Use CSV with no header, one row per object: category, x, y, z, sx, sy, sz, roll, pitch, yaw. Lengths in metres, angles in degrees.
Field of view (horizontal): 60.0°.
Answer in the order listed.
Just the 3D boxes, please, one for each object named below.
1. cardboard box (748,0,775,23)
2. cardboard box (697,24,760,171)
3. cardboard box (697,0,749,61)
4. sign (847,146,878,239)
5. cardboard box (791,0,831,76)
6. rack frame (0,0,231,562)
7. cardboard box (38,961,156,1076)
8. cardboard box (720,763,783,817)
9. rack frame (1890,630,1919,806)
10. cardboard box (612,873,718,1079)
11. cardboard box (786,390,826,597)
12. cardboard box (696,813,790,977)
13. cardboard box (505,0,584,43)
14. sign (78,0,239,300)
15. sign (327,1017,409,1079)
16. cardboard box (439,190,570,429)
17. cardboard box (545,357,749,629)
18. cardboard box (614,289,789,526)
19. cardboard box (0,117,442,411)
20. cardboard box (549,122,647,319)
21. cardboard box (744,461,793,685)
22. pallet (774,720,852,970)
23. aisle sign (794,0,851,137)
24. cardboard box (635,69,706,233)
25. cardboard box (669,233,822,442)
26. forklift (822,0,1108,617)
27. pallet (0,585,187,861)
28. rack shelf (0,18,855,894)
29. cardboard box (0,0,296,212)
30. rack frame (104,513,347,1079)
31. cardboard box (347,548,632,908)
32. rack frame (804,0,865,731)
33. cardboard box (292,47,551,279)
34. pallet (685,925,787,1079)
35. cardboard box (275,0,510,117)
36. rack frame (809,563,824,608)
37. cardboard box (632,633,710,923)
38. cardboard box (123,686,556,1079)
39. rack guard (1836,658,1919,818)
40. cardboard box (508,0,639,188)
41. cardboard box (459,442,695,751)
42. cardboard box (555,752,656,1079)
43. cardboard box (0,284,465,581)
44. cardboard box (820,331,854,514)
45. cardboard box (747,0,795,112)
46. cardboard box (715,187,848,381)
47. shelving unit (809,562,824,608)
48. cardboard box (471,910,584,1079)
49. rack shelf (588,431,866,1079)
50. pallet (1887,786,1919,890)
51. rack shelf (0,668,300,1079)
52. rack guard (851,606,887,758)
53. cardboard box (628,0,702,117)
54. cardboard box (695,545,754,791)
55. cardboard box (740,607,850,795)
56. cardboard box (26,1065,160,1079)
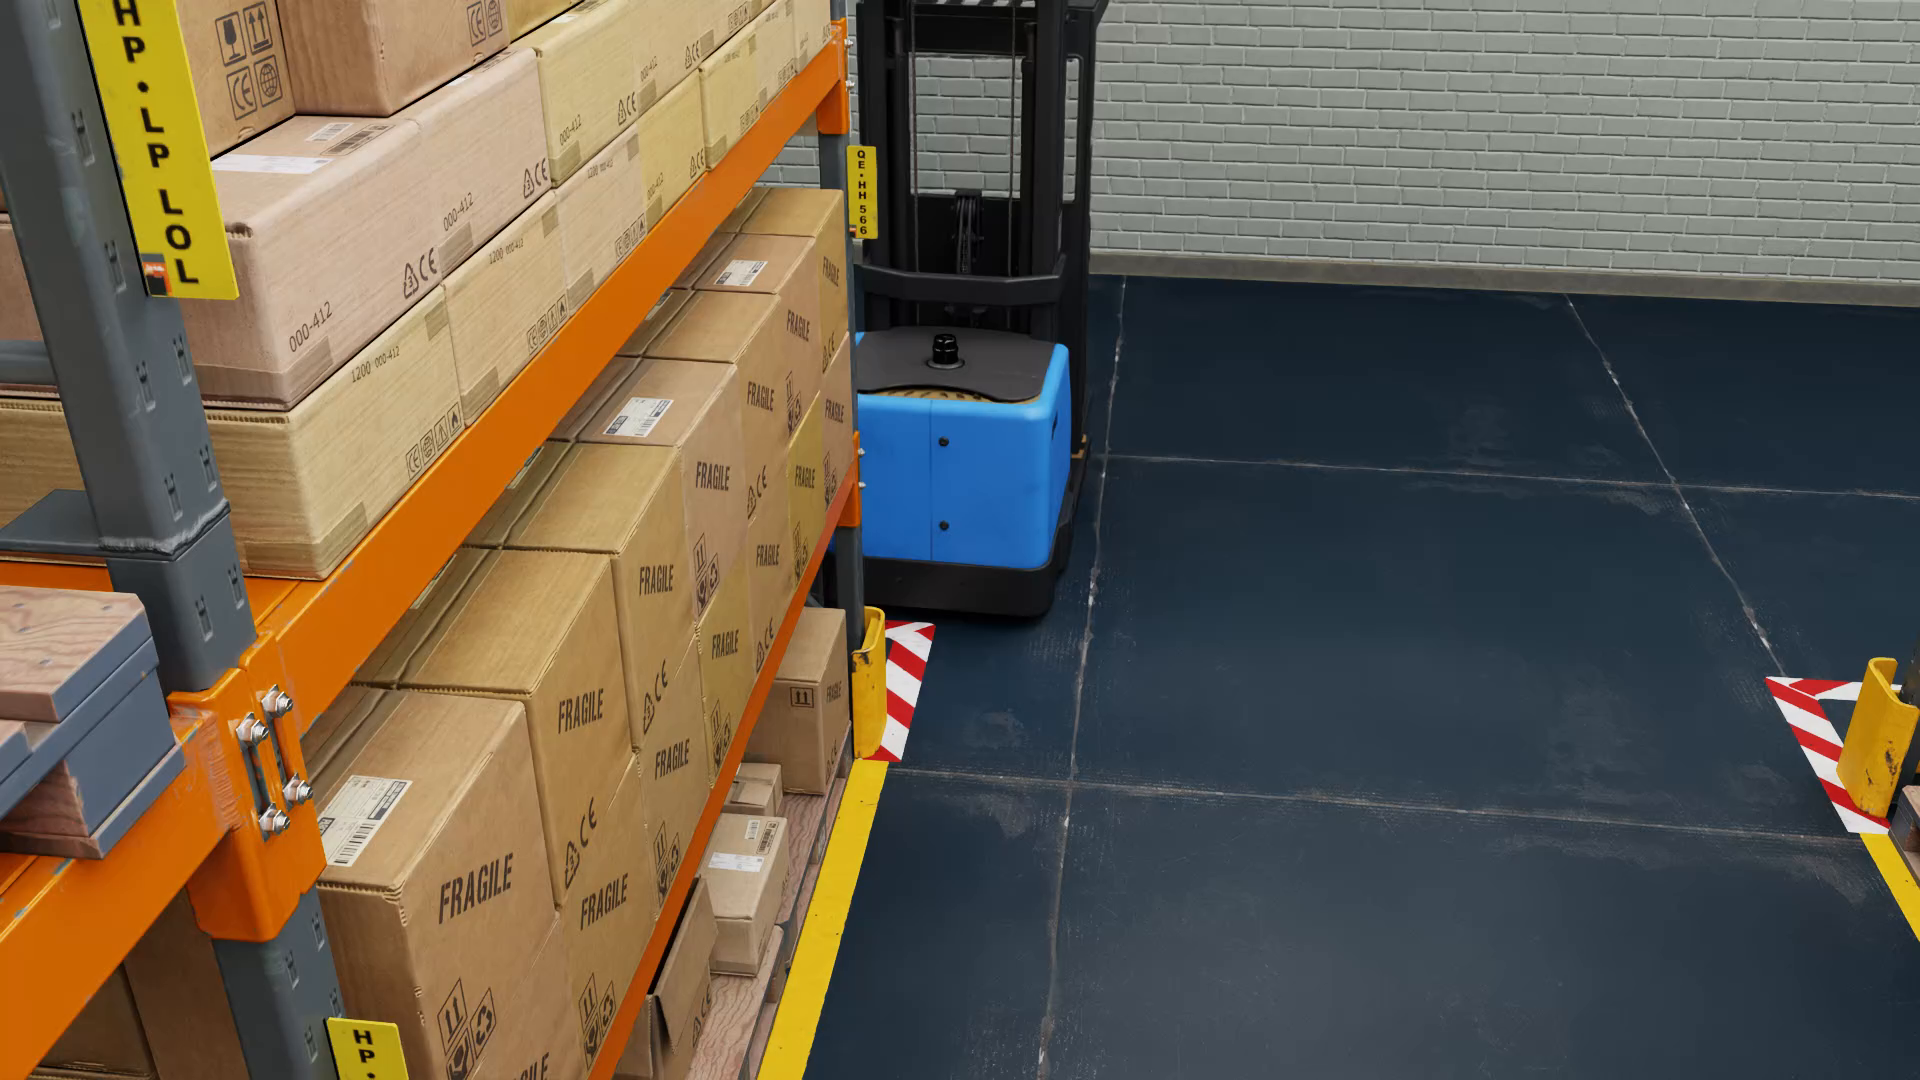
cardboard box,-0.757,-1.579,4.487,0.500,0.250,0.500,3,28,6
cardboard box,-0.808,-1.123,4.168,0.500,0.250,0.500,3,28,6
cardboard box,-0.822,-1.344,4.051,0.500,0.250,0.500,3,28,6
sign,-0.338,-1.204,5.768,0.100,0.325,0.005,3,28,6
cardboard box,-0.687,-1.594,5.042,0.500,0.250,0.500,3,28,6
rack frame,-1.376,-1.355,1.277,1.000,3.000,0.127,3,28,6
cardboard box,-1.571,0.549,2.909,0.500,0.500,0.500,3,29,6
cardboard box,-0.847,0.913,5.917,0.380,0.166,0.250,3,28,6
rack frame,4.030,-0.307,5.657,1.000,3.000,0.127,3,28,6
cardboard box,-1.151,1.307,4.830,0.797,0.503,0.637,3,28,6
cardboard box,-0.731,-0.170,5.297,0.500,0.500,0.500,4,29,7
cardboard box,-0.854,1.136,5.414,0.500,0.250,0.500,3,28,6
cardboard box,-1.097,-1.212,3.016,0.700,0.500,0.500,3,28,6
sign,-0.825,-0.405,1.716,0.100,0.325,0.005,3,28,6
sign,-0.825,0.807,2.369,0.100,0.325,0.005,3,28,6
cardboard box,-1.006,-0.418,2.859,0.500,0.250,0.500,3,28,6
cardboard box,-0.851,-0.131,4.172,0.500,0.500,0.500,4,29,8
cardboard box,-0.788,-0.373,4.620,0.500,0.500,0.500,4,29,8
cardboard box,-1.070,-0.403,2.304,0.500,0.250,0.500,3,28,6
cardboard box,-0.943,-0.653,3.295,0.500,0.250,0.500,3,28,6
cardboard box,-0.797,0.065,4.861,0.500,0.500,0.500,4,29,7
pallet,-0.992,1.042,6.093,1.003,0.211,1.213,3,28,6
aisle sign,-0.574,-1.755,5.605,0.394,0.787,0.004,3,28,6
cardboard box,-0.885,-0.889,3.733,0.500,0.250,0.500,3,28,6
cardboard box,-0.729,-0.618,5.074,0.500,0.500,0.500,4,29,8
forklift,0.112,-1.624,8.173,1.130,2.935,3.031,4,29,8
pallet,-1.526,0.351,1.471,1.213,0.211,1.003,3,28,6
rack shelf,-1.131,-0.659,3.907,1.077,0.370,4.000,3,28,6
cardboard box,-1.354,-0.750,2.157,0.700,0.500,0.500,3,28,6
rack frame,-1.376,1.286,2.700,1.000,3.000,0.127,3,28,6
cardboard box,-0.976,0.354,3.271,0.500,0.500,0.500,2,28,5
rack frame,-0.886,-0.597,6.195,1.000,3.000,0.127,3,28,6
cardboard box,-1.011,-0.638,2.741,0.500,0.250,0.500,3,28,6
pallet,-1.144,1.615,5.030,1.003,0.211,1.213,3,28,6
cardboard box,-1.152,-0.977,2.578,0.700,0.500,0.500,3,28,6
rack frame,-0.725,-0.225,7.402,0.240,1.200,0.006,17,33,29
cardboard box,-0.920,0.542,3.977,0.500,0.500,0.500,3,28,6
cardboard box,-1.039,0.597,2.820,0.500,0.500,0.500,4,29,8
rack guard,4.020,0.781,6.273,1.175,0.500,0.348,3,28,6
cardboard box,-0.938,-0.873,3.176,0.500,0.250,0.500,3,28,6
cardboard box,-0.913,0.112,3.720,0.500,0.500,0.500,3,28,5
cardboard box,-0.984,0.777,3.540,0.500,0.500,0.500,4,29,7
cardboard box,-1.071,-0.183,2.422,0.500,0.250,0.500,3,28,6
cardboard box,-0.671,-0.414,5.750,0.500,0.500,0.500,4,29,8
cardboard box,-0.759,-1.359,4.606,0.500,0.250,0.500,3,28,6
cardboard box,-0.668,-0.855,5.515,0.500,0.500,0.500,3,28,6
shelving unit,-0.775,-0.189,7.335,0.258,1.200,0.189,17,33,29
cardboard box,-1.043,1.018,3.092,0.500,0.500,0.500,4,29,8
rack shelf,-1.131,0.661,4.618,1.077,0.370,4.000,3,28,6
pallet,3.890,1.307,5.602,1.003,0.211,1.213,3,28,6
rack shelf,-1.621,1.224,0.412,1.077,0.370,4.000,3,28,6
rack guard,-0.895,0.540,6.721,1.175,0.500,0.348,3,28,6
cardboard box,-0.877,-1.108,3.613,0.500,0.250,0.500,3,28,6
cardboard box,-0.859,0.302,4.421,0.500,0.500,0.500,3,28,5
cardboard box,-0.708,0.580,6.182,0.500,0.500,0.500,3,28,6
cardboard box,-1.570,0.992,3.141,0.500,0.500,0.500,4,29,7
